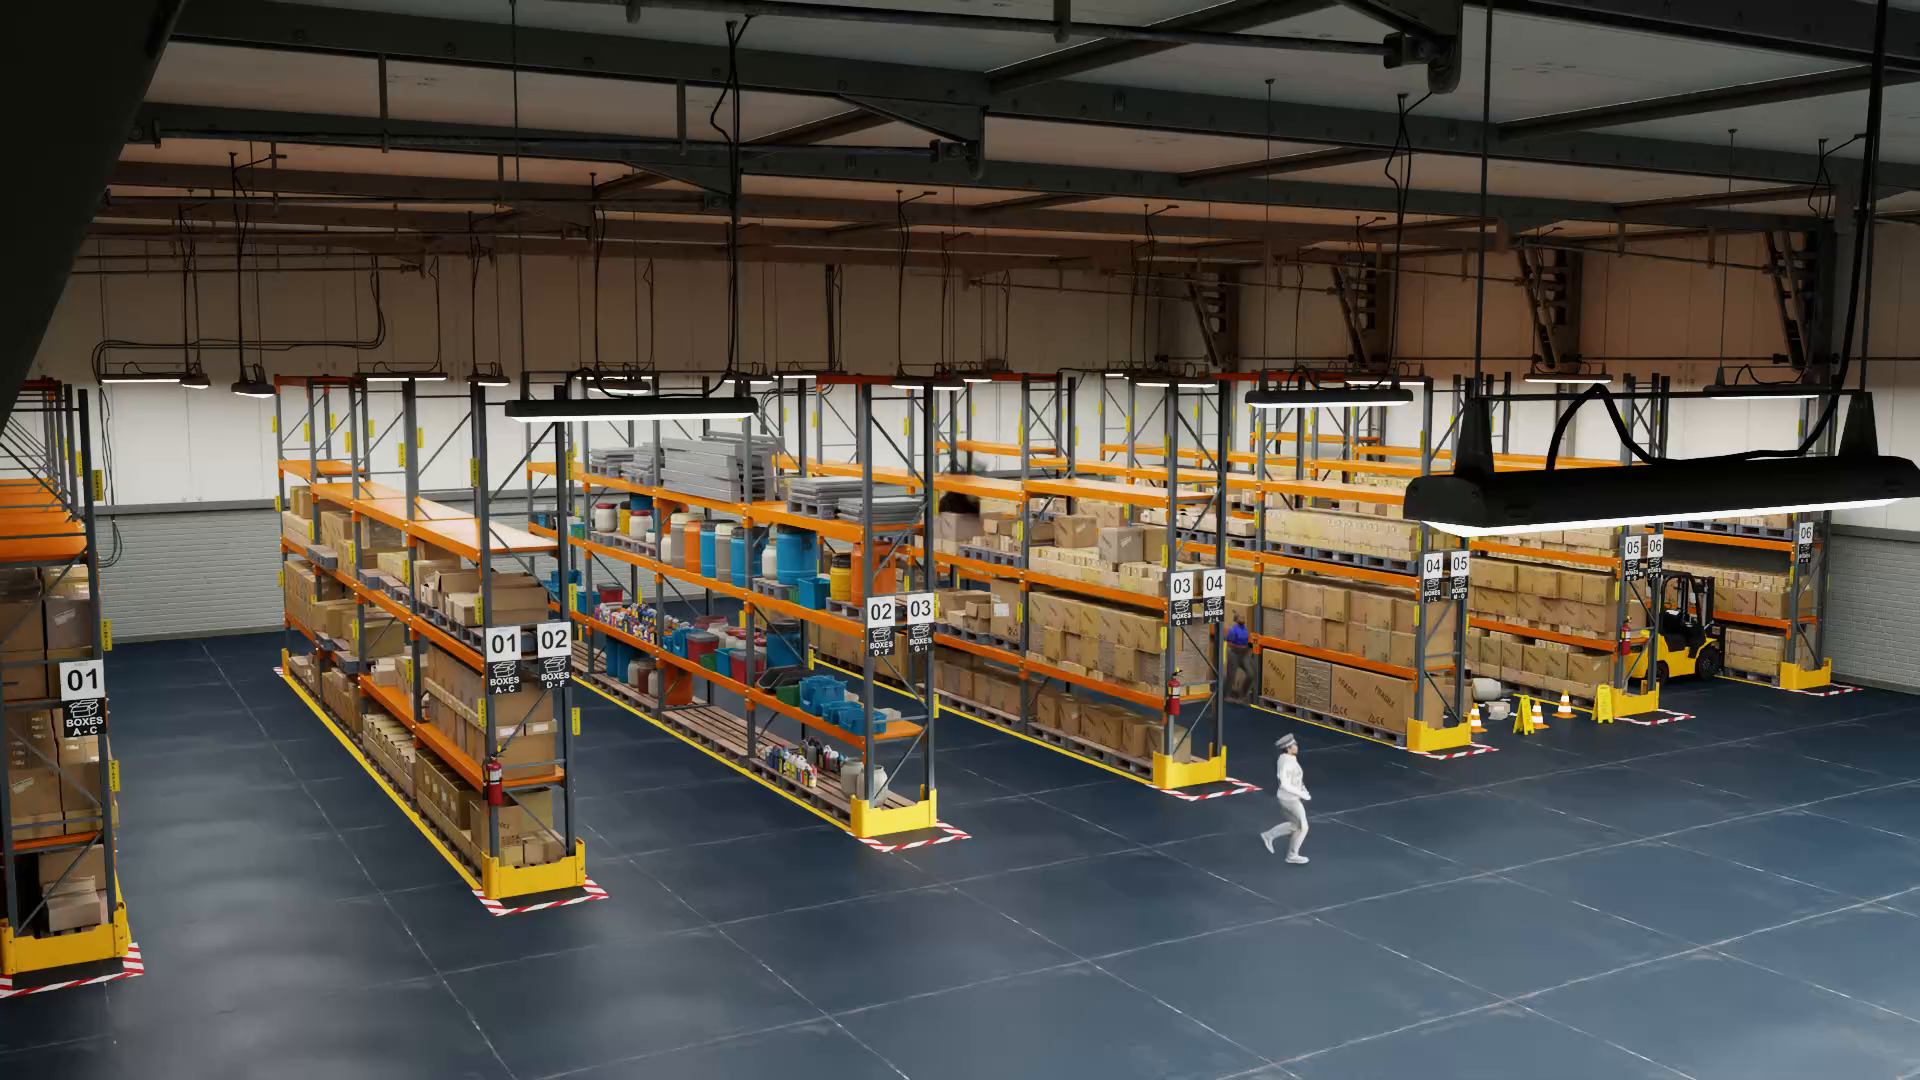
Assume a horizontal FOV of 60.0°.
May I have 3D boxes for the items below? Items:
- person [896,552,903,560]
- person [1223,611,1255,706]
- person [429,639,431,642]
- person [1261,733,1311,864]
[{"bbox_3d":[-1.670,1.037,41.213,0.736,1.599,0.780,6,8,42],"label":"person"},{"bbox_3d":[4.875,2.077,29.024,0.572,1.683,0.691,-4,8,-35],"label":"person"},{"bbox_3d":[-10.144,1.966,32.596,0.553,1.624,0.595,-6,8,-42],"label":"person"},{"bbox_3d":[4.098,3.235,20.840,0.569,1.642,0.615,0,6,4],"label":"person"}]
